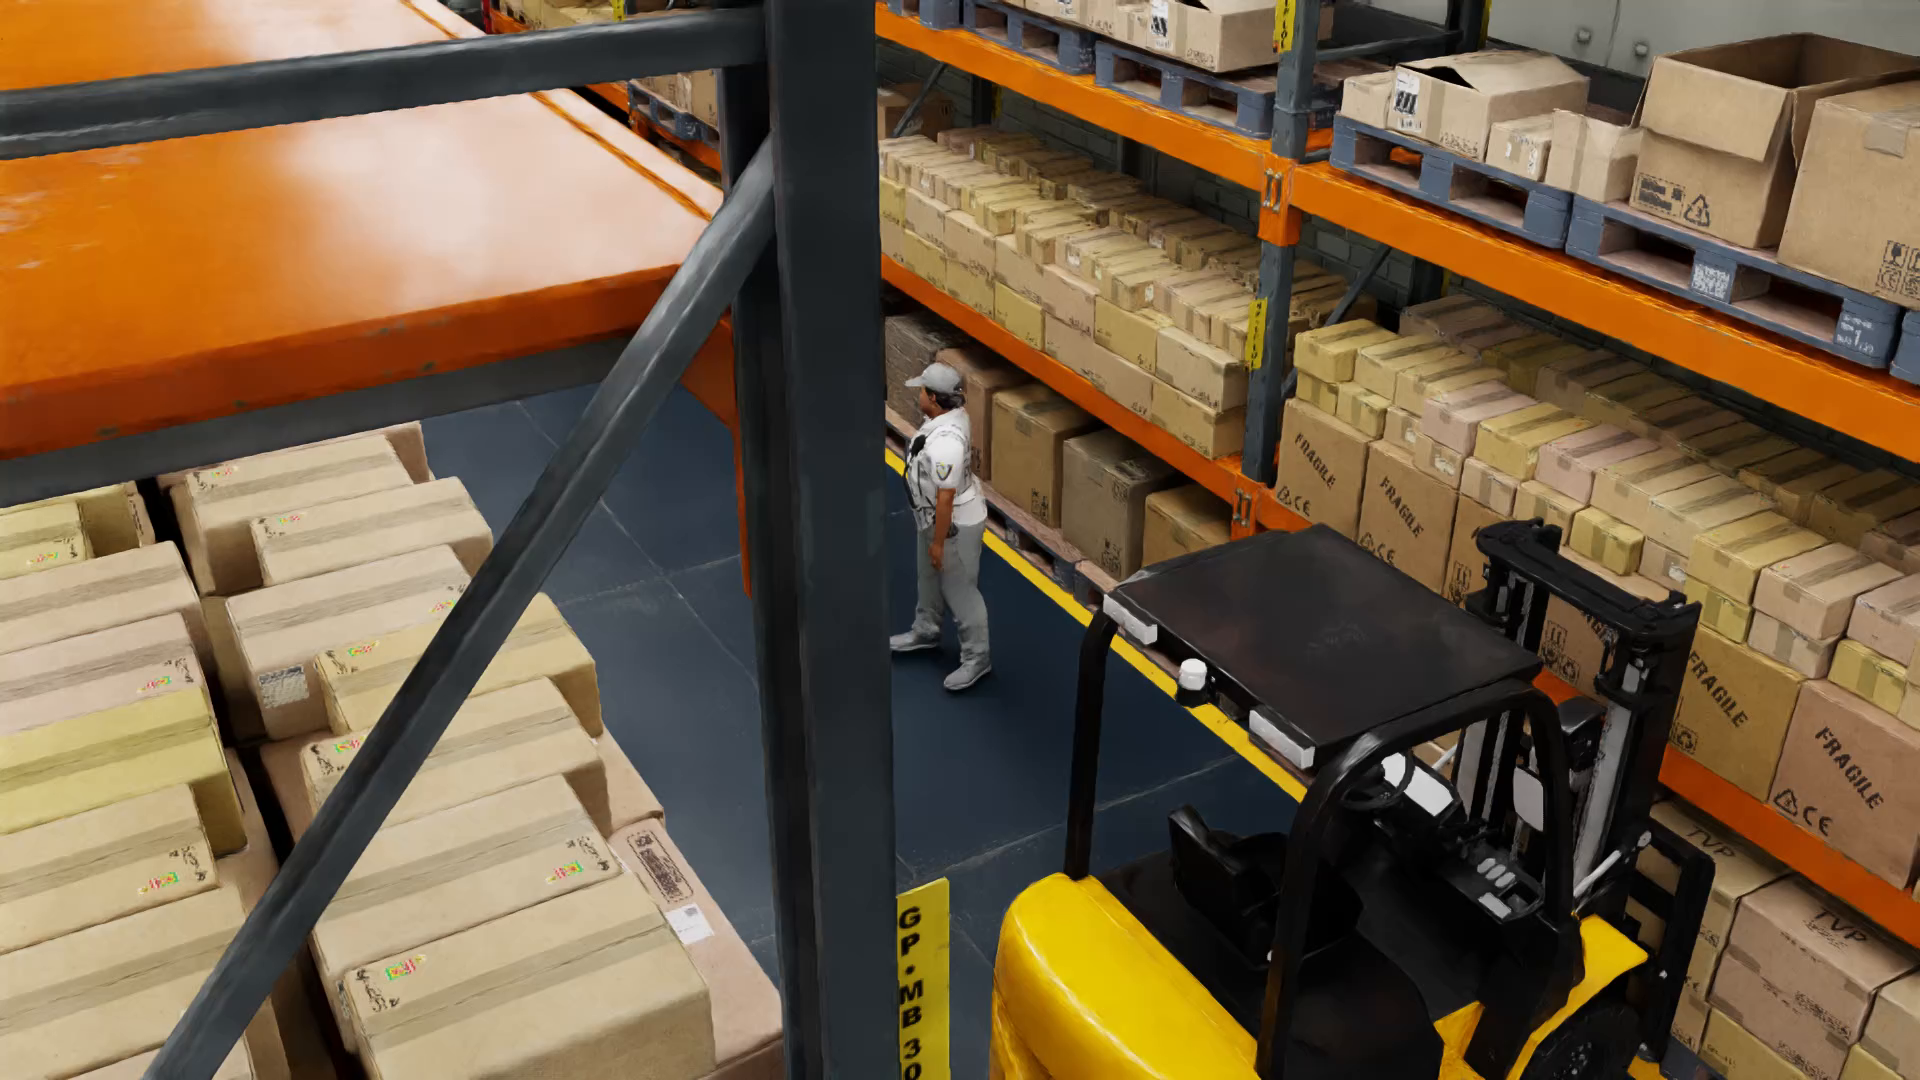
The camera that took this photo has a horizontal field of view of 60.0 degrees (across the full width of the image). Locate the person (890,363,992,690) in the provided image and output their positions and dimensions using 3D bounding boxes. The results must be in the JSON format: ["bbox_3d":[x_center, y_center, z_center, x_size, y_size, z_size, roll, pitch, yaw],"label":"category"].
[{"bbox_3d":[-0.121,-0.098,8.259,0.537,1.661,0.583,-2,29,-3],"label":"person"}]
